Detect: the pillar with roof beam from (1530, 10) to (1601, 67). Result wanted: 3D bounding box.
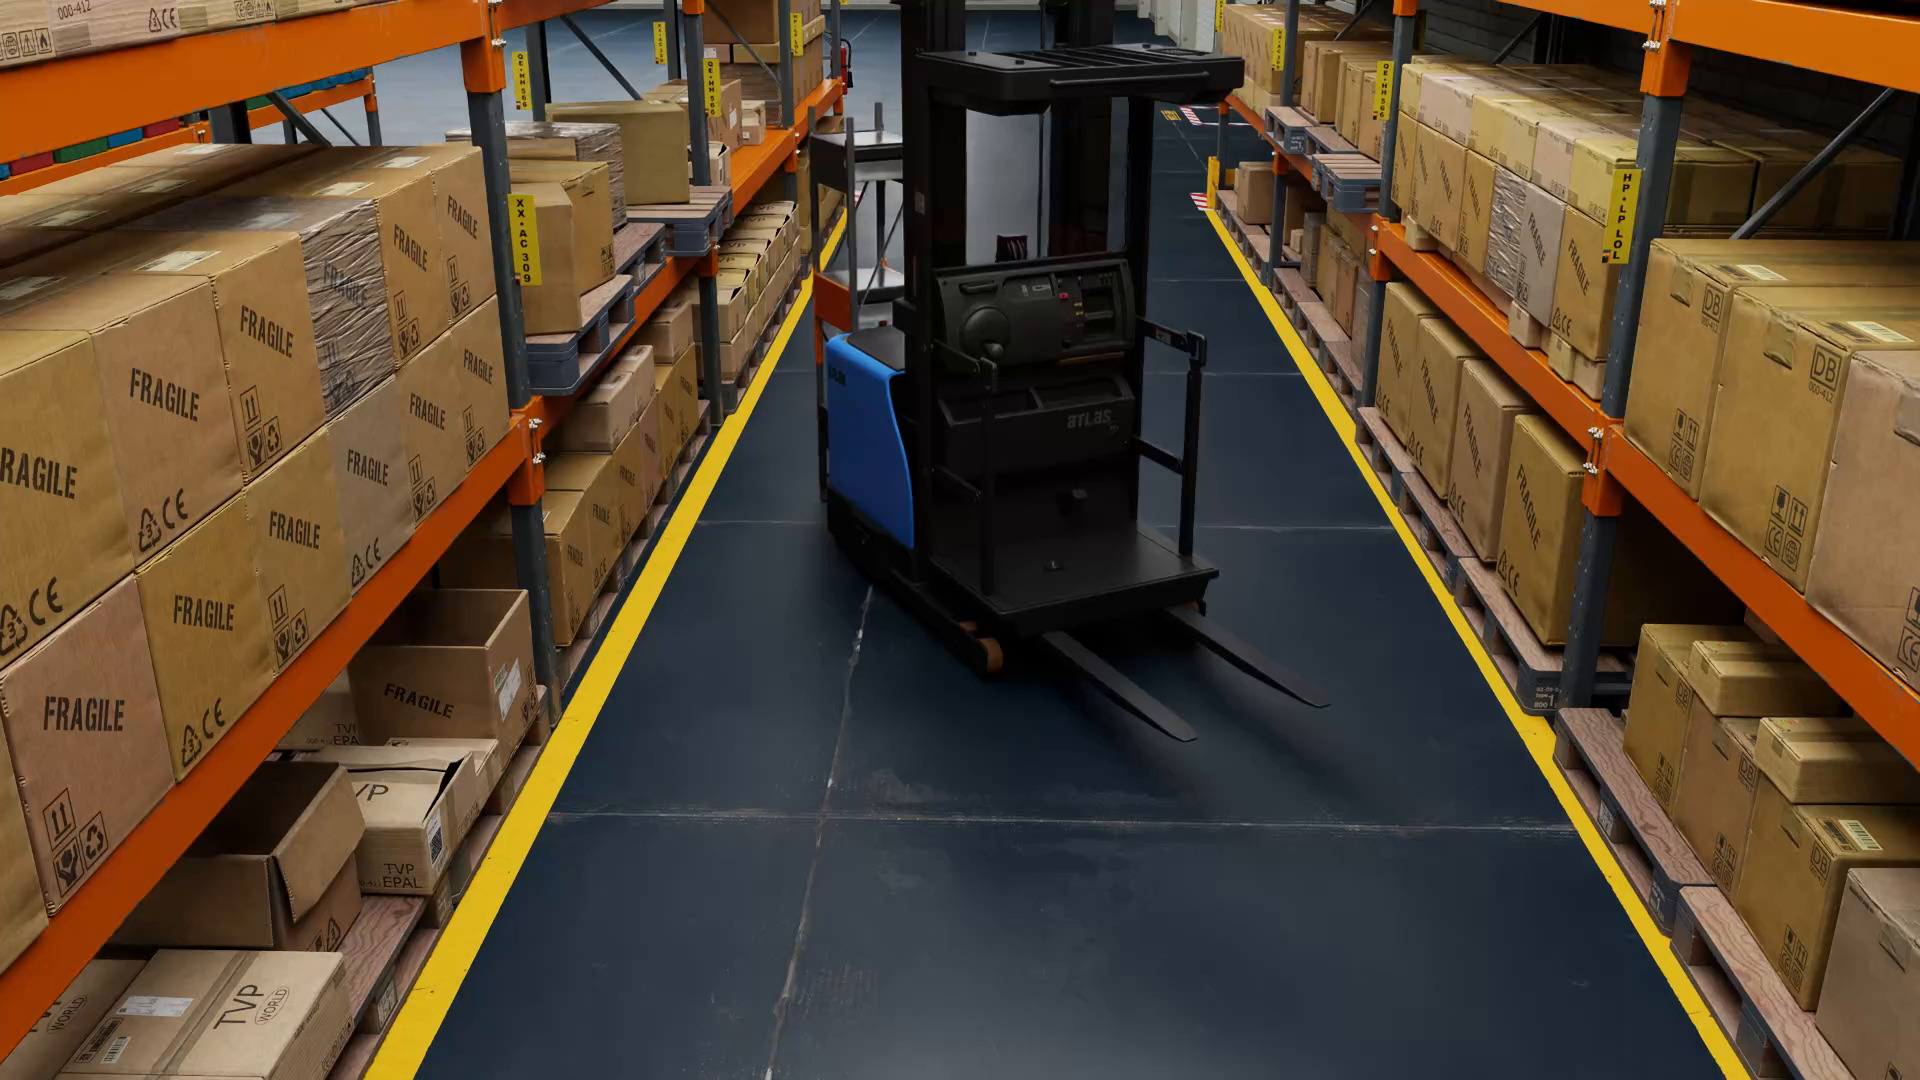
[{"bbox_3d":[-0.429,-5.370,9.930,9.100,9.000,0.400,1,21,2],"label":"pillar with roof beam"}]

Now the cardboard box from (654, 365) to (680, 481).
[{"bbox_3d":[-1.792,-0.631,8.855,0.500,0.500,0.500,0,21,0],"label":"cardboard box"}]

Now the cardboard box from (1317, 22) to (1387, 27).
[{"bbox_3d":[3.334,-4.156,14.235,0.500,0.500,0.500,1,21,1],"label":"cardboard box"}]

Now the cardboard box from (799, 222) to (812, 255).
[{"bbox_3d":[-1.543,-2.643,14.415,0.500,0.250,0.500,1,21,2],"label":"cardboard box"}]

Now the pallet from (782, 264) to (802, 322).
[{"bbox_3d":[-1.844,-1.998,13.387,1.003,0.211,1.213,1,21,2],"label":"pallet"}]

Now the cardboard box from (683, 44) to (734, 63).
[{"bbox_3d":[-2.066,-4.015,13.694,0.380,0.149,0.250,1,21,2],"label":"cardboard box"}]

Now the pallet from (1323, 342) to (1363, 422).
[{"bbox_3d":[2.995,-1.048,10.938,1.003,0.211,1.213,1,21,2],"label":"pallet"}]

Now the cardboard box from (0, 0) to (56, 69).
[{"bbox_3d":[-1.927,-0.918,2.810,0.500,0.250,0.500,1,21,2],"label":"cardboard box"}]

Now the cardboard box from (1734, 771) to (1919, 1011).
[{"bbox_3d":[2.686,0.987,4.714,0.700,0.500,0.500,1,21,3],"label":"cardboard box"}]

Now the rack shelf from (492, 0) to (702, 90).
[{"bbox_3d":[-2.043,-2.459,7.567,1.077,0.370,4.000,1,21,2],"label":"rack shelf"}]

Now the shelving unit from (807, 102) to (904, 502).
[{"bbox_3d":[-0.470,-1.140,8.565,0.431,2.100,0.503,-10,23,-25],"label":"shelving unit"}]

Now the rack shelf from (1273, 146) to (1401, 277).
[{"bbox_3d":[3.031,-2.453,11.700,1.077,0.370,4.000,1,21,2],"label":"rack shelf"}]

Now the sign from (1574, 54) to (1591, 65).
[{"bbox_3d":[3.525,-2.600,9.484,0.100,0.325,0.005,1,21,2],"label":"sign"}]

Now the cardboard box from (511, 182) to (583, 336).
[{"bbox_3d":[-1.865,-1.084,6.457,0.700,0.500,0.500,-7,22,-17],"label":"cardboard box"}]

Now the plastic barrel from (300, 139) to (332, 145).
[{"bbox_3d":[-6.633,-3.864,17.200,0.421,0.512,0.421,0,21,0],"label":"plastic barrel"}]

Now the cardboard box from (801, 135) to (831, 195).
[{"bbox_3d":[-1.490,-3.535,15.677,0.500,0.500,0.500,1,21,2],"label":"cardboard box"}]

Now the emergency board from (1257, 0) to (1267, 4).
[{"bbox_3d":[4.352,-7.758,24.377,0.194,1.169,0.643,1,21,2],"label":"emergency board"}]

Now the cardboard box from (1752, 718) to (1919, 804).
[{"bbox_3d":[2.514,0.628,4.743,0.380,0.149,0.250,0,21,0],"label":"cardboard box"}]

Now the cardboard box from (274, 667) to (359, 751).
[{"bbox_3d":[-2.332,0.525,6.137,0.500,0.311,0.500,1,21,2],"label":"cardboard box"}]

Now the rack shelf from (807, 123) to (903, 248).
[{"bbox_3d":[-0.470,-1.780,8.317,0.431,0.518,0.480,-10,23,-25],"label":"rack shelf"}]

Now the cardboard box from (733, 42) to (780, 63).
[{"bbox_3d":[-1.658,-4.009,13.680,0.380,0.149,0.250,1,21,2],"label":"cardboard box"}]

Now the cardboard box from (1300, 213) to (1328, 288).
[{"bbox_3d":[3.086,-2.285,13.119,0.700,0.500,0.500,1,21,3],"label":"cardboard box"}]

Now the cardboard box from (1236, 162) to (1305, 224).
[{"bbox_3d":[3.012,-3.278,15.678,0.700,0.500,0.500,-1,21,-2],"label":"cardboard box"}]

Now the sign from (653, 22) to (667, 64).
[{"bbox_3d":[-2.415,-4.011,13.414,0.100,0.325,0.005,1,21,2],"label":"sign"}]

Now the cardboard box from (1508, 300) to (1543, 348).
[{"bbox_3d":[2.562,-0.918,7.067,0.380,0.149,0.250,1,21,2],"label":"cardboard box"}]

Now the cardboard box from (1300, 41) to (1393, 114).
[{"bbox_3d":[3.042,-3.580,12.862,0.700,0.500,0.500,1,21,2],"label":"cardboard box"}]

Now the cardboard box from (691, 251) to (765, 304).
[{"bbox_3d":[-1.647,-1.855,11.607,0.500,0.311,0.500,0,21,0],"label":"cardboard box"}]

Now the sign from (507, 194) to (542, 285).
[{"bbox_3d":[-1.561,-1.073,5.951,0.100,0.325,0.005,1,21,2],"label":"sign"}]

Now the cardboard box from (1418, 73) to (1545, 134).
[{"bbox_3d":[2.683,-2.254,8.578,0.500,0.250,0.500,0,21,1],"label":"cardboard box"}]

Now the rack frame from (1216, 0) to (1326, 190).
[{"bbox_3d":[3.213,-4.958,17.161,1.000,3.000,0.127,1,21,2],"label":"rack frame"}]

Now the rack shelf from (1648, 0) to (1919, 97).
[{"bbox_3d":[2.787,-0.959,3.702,1.077,0.370,4.000,1,21,2],"label":"rack shelf"}]

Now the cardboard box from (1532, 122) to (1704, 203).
[{"bbox_3d":[2.632,-1.520,6.686,0.500,0.250,0.500,1,21,3],"label":"cardboard box"}]

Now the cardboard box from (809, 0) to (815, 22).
[{"bbox_3d":[-1.778,-5.285,16.071,0.700,0.500,0.500,0,21,0],"label":"cardboard box"}]

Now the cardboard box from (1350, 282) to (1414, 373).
[{"bbox_3d":[2.940,-1.366,10.751,0.700,0.500,0.500,1,21,2],"label":"cardboard box"}]

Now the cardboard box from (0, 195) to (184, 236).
[{"bbox_3d":[-2.430,-0.646,4.526,0.500,0.500,0.500,0,21,0],"label":"cardboard box"}]

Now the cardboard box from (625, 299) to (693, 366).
[{"bbox_3d":[-1.773,-1.147,9.149,0.500,0.250,0.500,1,21,4],"label":"cardboard box"}]

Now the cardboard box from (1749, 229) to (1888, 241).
[{"bbox_3d":[3.114,-0.978,6.324,0.500,0.500,0.500,0,21,0],"label":"cardboard box"}]

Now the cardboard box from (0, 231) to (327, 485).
[{"bbox_3d":[-1.905,-0.450,4.022,0.500,0.500,0.500,0,21,1],"label":"cardboard box"}]

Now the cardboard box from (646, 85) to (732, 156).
[{"bbox_3d":[-1.931,-2.963,11.879,0.500,0.500,0.500,1,21,2],"label":"cardboard box"}]

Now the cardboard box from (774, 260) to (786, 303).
[{"bbox_3d":[-1.615,-1.958,12.649,0.500,0.250,0.500,1,21,3],"label":"cardboard box"}]

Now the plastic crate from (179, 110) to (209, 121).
[{"bbox_3d":[-6.668,-3.780,14.210,0.767,0.338,0.504,1,21,2],"label":"plastic crate"}]

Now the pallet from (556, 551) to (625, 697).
[{"bbox_3d":[-2.116,0.333,7.379,1.003,0.211,1.213,1,21,2],"label":"pallet"}]

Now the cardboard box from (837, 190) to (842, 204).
[{"bbox_3d":[-1.463,-3.547,16.745,0.500,0.250,0.500,1,21,2],"label":"cardboard box"}]

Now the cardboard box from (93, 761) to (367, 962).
[{"bbox_3d":[-2.155,0.966,4.737,0.797,0.503,0.637,1,21,2],"label":"cardboard box"}]

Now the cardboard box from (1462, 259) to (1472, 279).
[{"bbox_3d":[2.717,-1.376,8.248,0.380,0.149,0.250,1,21,2],"label":"cardboard box"}]

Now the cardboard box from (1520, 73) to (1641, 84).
[{"bbox_3d":[3.196,-2.256,8.582,0.500,0.250,0.500,0,21,0],"label":"cardboard box"}]

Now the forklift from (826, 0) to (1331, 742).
[{"bbox_3d":[0.436,-0.972,6.982,1.130,2.935,3.031,-10,23,-25],"label":"forklift"}]

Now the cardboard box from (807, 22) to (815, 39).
[{"bbox_3d":[-1.591,-4.847,15.839,0.380,0.149,0.250,1,21,3],"label":"cardboard box"}]

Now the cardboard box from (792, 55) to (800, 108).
[{"bbox_3d":[-1.824,-4.144,14.925,0.700,0.500,0.500,1,21,2],"label":"cardboard box"}]

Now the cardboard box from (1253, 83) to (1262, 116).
[{"bbox_3d":[2.826,-3.806,14.371,0.500,0.250,0.500,1,21,2],"label":"cardboard box"}]

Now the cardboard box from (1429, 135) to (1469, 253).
[{"bbox_3d":[2.658,-1.719,8.235,0.500,0.500,0.500,1,21,1],"label":"cardboard box"}]

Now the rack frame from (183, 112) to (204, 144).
[{"bbox_3d":[-6.811,-3.621,13.714,1.000,3.000,0.127,1,21,2],"label":"rack frame"}]

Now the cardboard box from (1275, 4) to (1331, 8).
[{"bbox_3d":[3.411,-5.074,16.603,0.500,0.500,0.500,0,21,1],"label":"cardboard box"}]

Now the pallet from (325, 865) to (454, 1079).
[{"bbox_3d":[-2.160,1.318,4.840,1.003,0.211,1.213,1,21,2],"label":"pallet"}]

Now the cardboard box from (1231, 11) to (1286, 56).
[{"bbox_3d":[2.851,-4.713,15.671,0.500,0.500,0.500,0,21,0],"label":"cardboard box"}]

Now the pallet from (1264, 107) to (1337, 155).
[{"bbox_3d":[2.923,-3.148,12.760,1.003,0.211,1.213,1,21,2],"label":"pallet"}]

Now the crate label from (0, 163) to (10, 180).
[{"bbox_3d":[-6.632,-2.547,10.899,0.502,0.435,0.616,1,21,2],"label":"crate label"}]

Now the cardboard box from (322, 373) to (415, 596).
[{"bbox_3d":[-1.890,-0.163,4.665,0.500,0.500,0.500,1,21,3],"label":"cardboard box"}]

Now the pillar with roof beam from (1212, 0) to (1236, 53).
[{"bbox_3d":[0.118,-11.879,26.703,9.100,9.000,0.400,1,21,2],"label":"pillar with roof beam"}]

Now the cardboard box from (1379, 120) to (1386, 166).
[{"bbox_3d":[2.974,-2.487,10.046,0.700,0.500,0.500,-2,21,-5],"label":"cardboard box"}]
